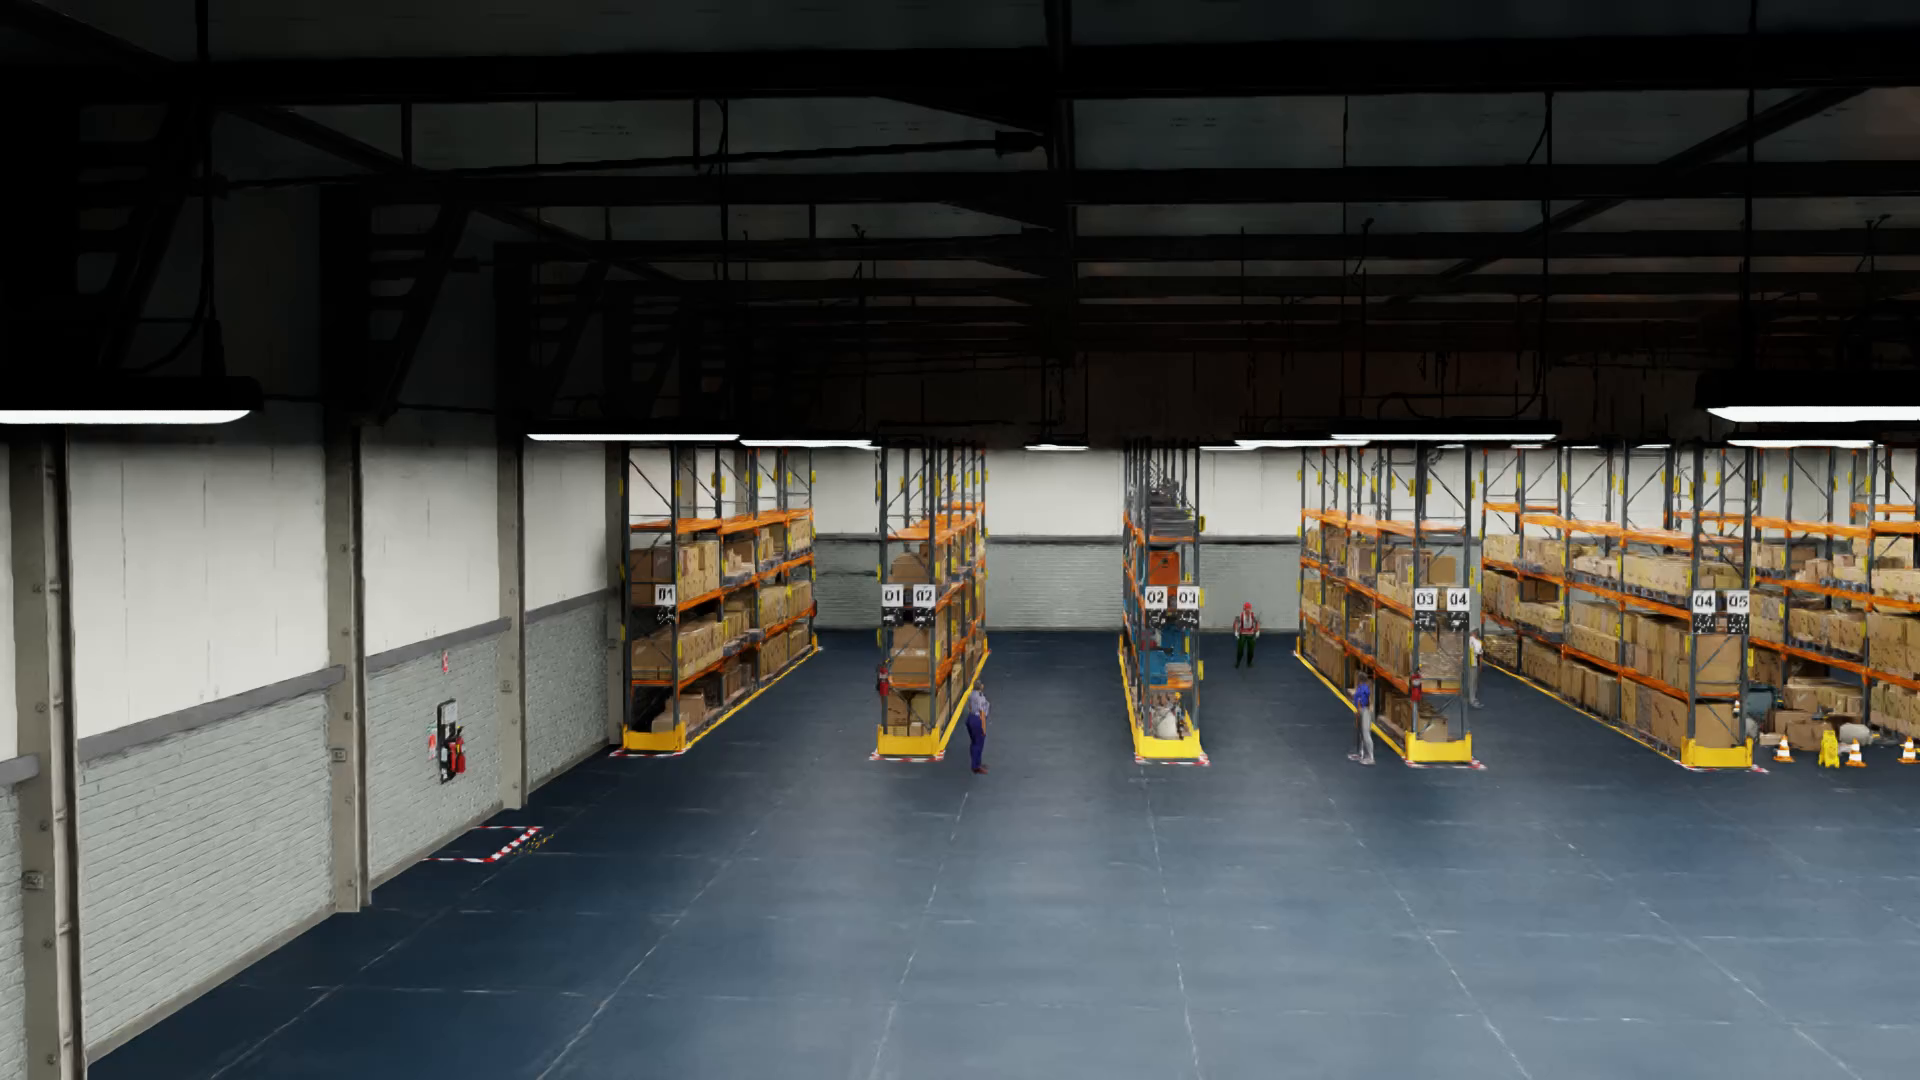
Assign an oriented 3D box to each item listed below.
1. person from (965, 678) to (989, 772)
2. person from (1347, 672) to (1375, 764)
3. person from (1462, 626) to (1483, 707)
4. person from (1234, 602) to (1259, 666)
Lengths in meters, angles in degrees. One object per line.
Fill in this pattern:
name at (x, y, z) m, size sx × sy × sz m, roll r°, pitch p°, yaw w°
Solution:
person at (0.344, 3.392, 29.759) m, size 0.430 × 1.459 × 0.530 m, roll -1°, pitch 3°, yaw -25°
person at (7.380, 3.244, 30.589) m, size 0.540 × 1.652 × 0.551 m, roll 1°, pitch 3°, yaw 25°
person at (11.562, 2.828, 37.405) m, size 0.476 × 1.767 × 0.626 m, roll -1°, pitch 3°, yaw -22°
person at (7.605, 2.501, 44.144) m, size 0.677 × 1.742 × 0.552 m, roll 0°, pitch 3°, yaw 2°
